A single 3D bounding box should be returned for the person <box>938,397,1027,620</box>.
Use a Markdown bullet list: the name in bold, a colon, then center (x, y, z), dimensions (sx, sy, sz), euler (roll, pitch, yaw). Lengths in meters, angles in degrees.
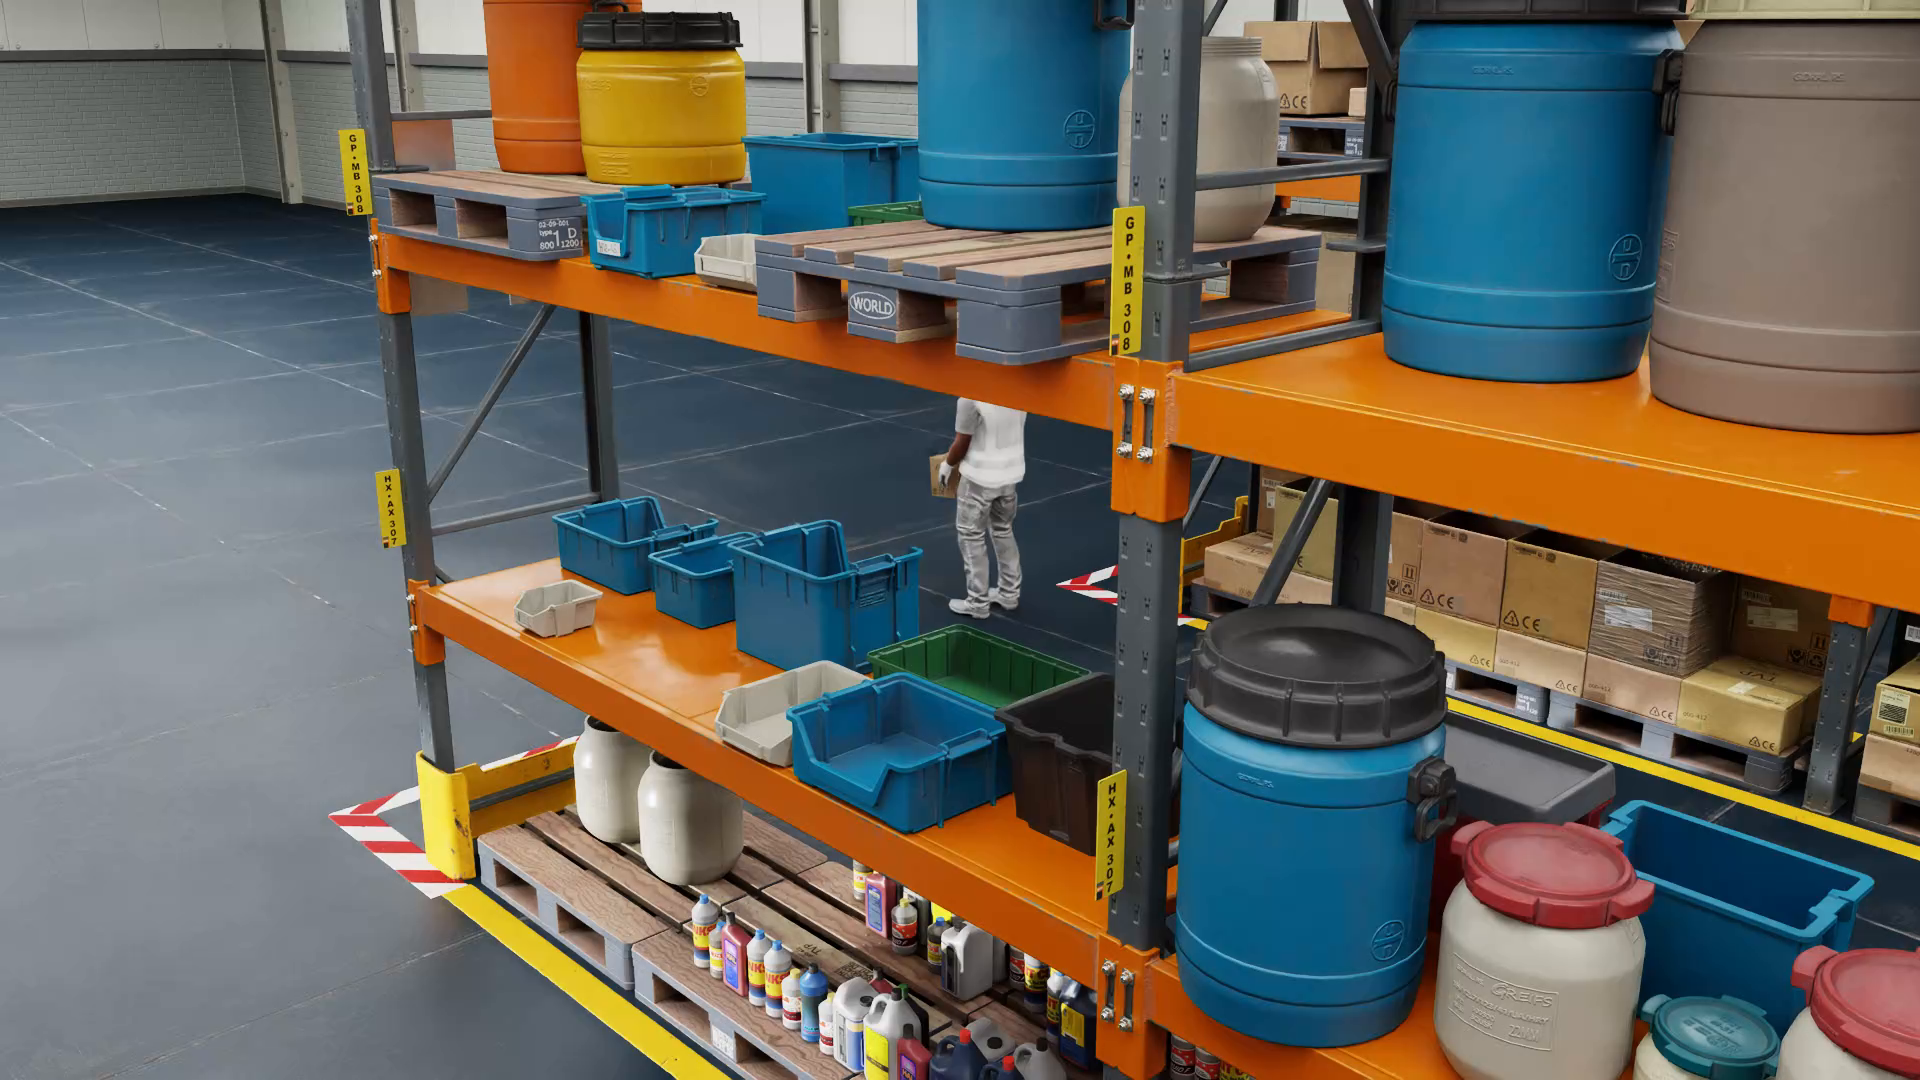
- **person**: center (0.144, -0.411, 10.337), dimensions (0.552, 1.788, 0.480), euler (-16, 23, -42)
